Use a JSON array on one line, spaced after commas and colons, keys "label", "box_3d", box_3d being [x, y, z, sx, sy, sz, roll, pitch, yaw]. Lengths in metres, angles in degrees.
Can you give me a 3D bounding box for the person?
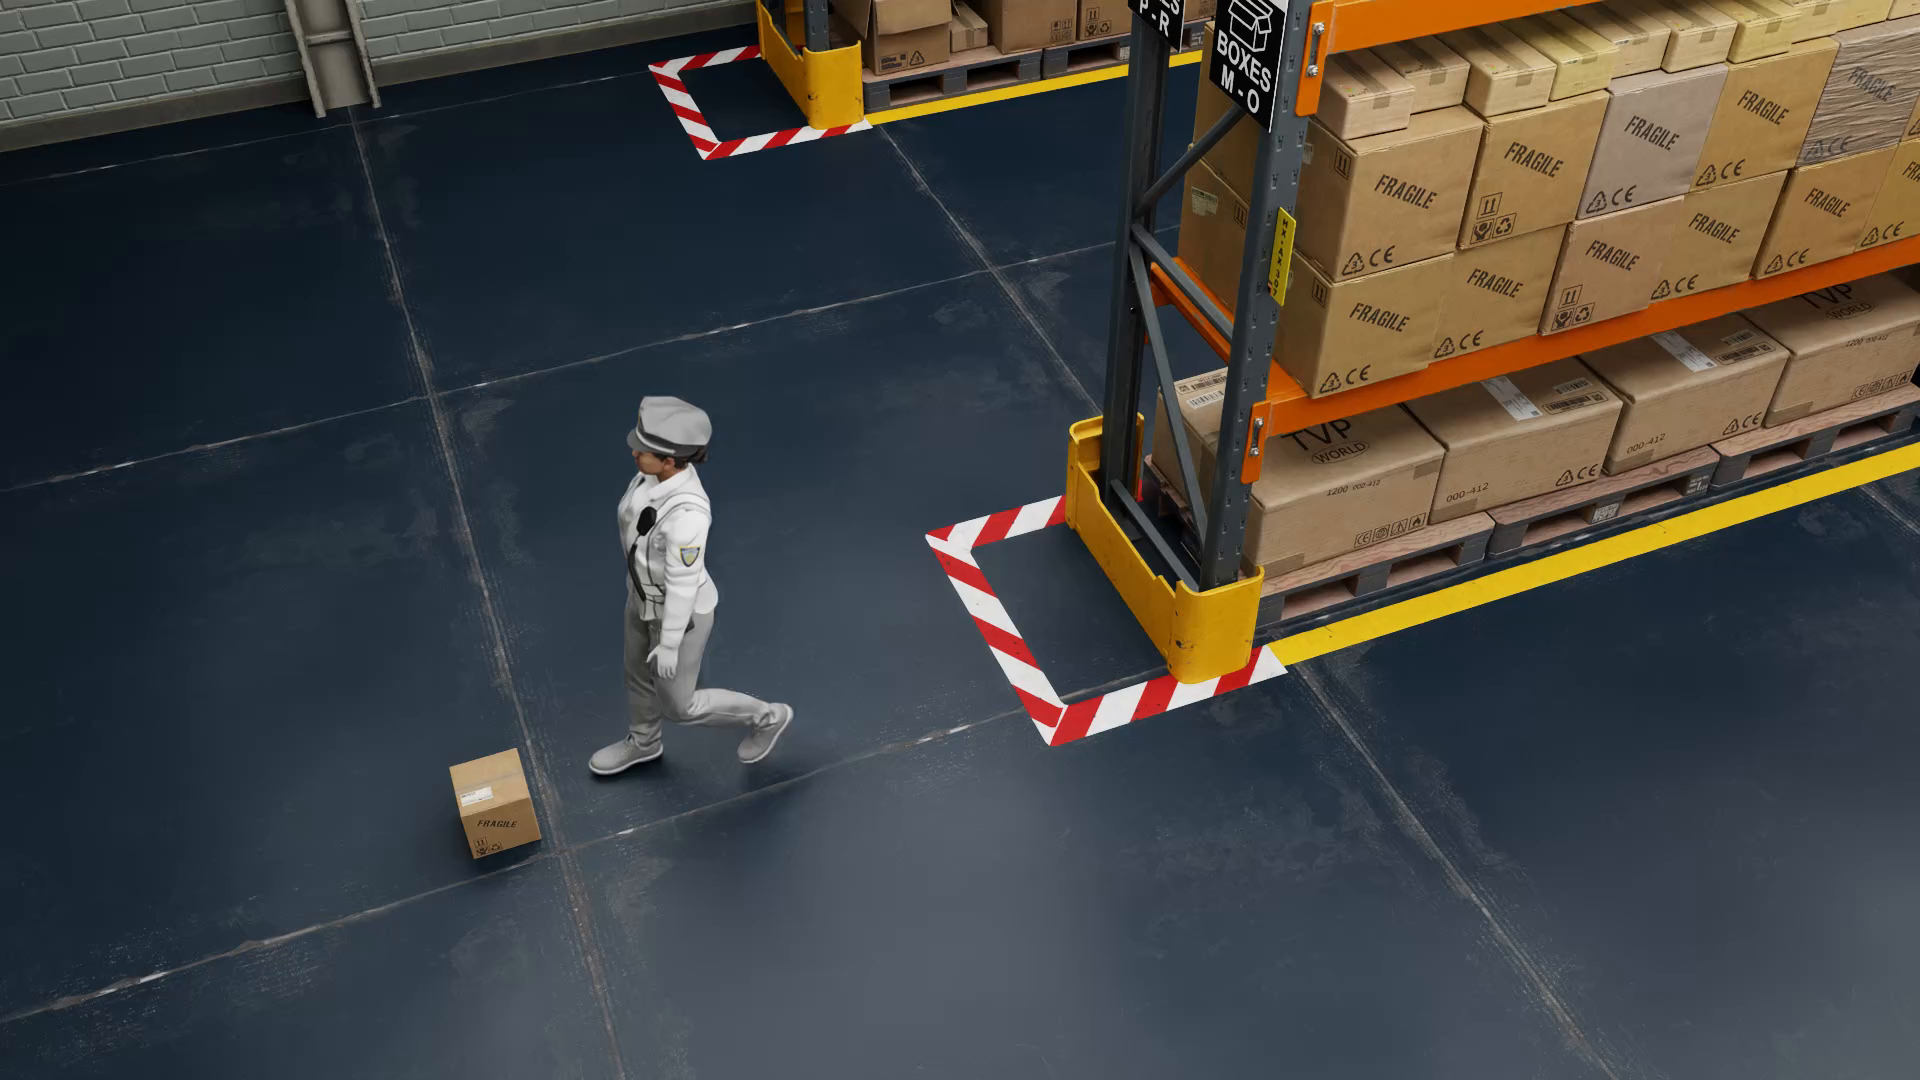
[{"label": "person", "box_3d": [-1.038, 0.218, 5.877, 0.754, 1.666, 0.489, -17, 45, -18]}]
